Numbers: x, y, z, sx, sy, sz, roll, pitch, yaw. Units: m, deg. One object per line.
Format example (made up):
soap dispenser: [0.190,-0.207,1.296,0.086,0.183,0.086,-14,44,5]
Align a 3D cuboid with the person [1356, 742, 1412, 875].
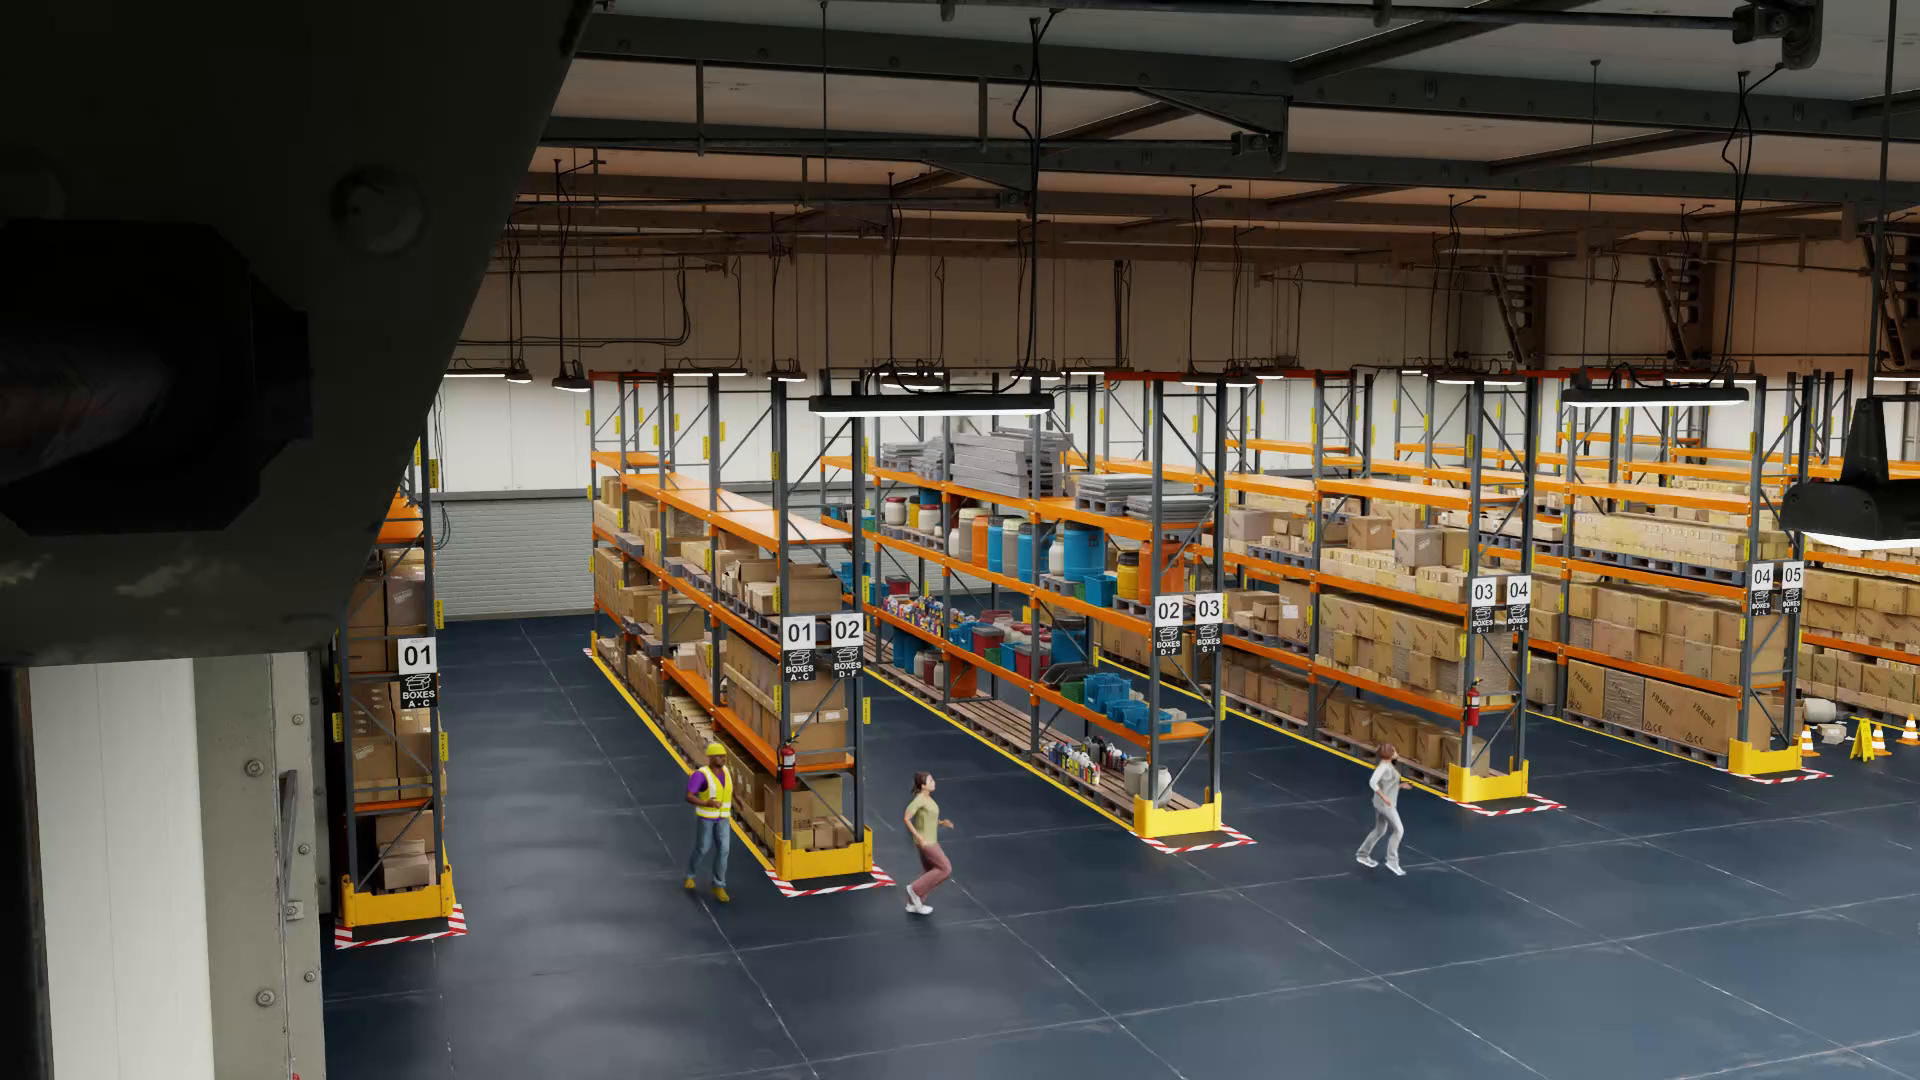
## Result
person: [5.189,3.282,20.340,0.646,1.647,0.525,1,6,9]

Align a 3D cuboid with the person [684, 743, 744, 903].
person: [-2.853,3.278,19.527,0.764,1.782,0.774,-6,8,-41]

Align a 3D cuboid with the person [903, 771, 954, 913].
person: [-0.346,3.422,18.826,0.546,1.632,0.567,1,6,5]
